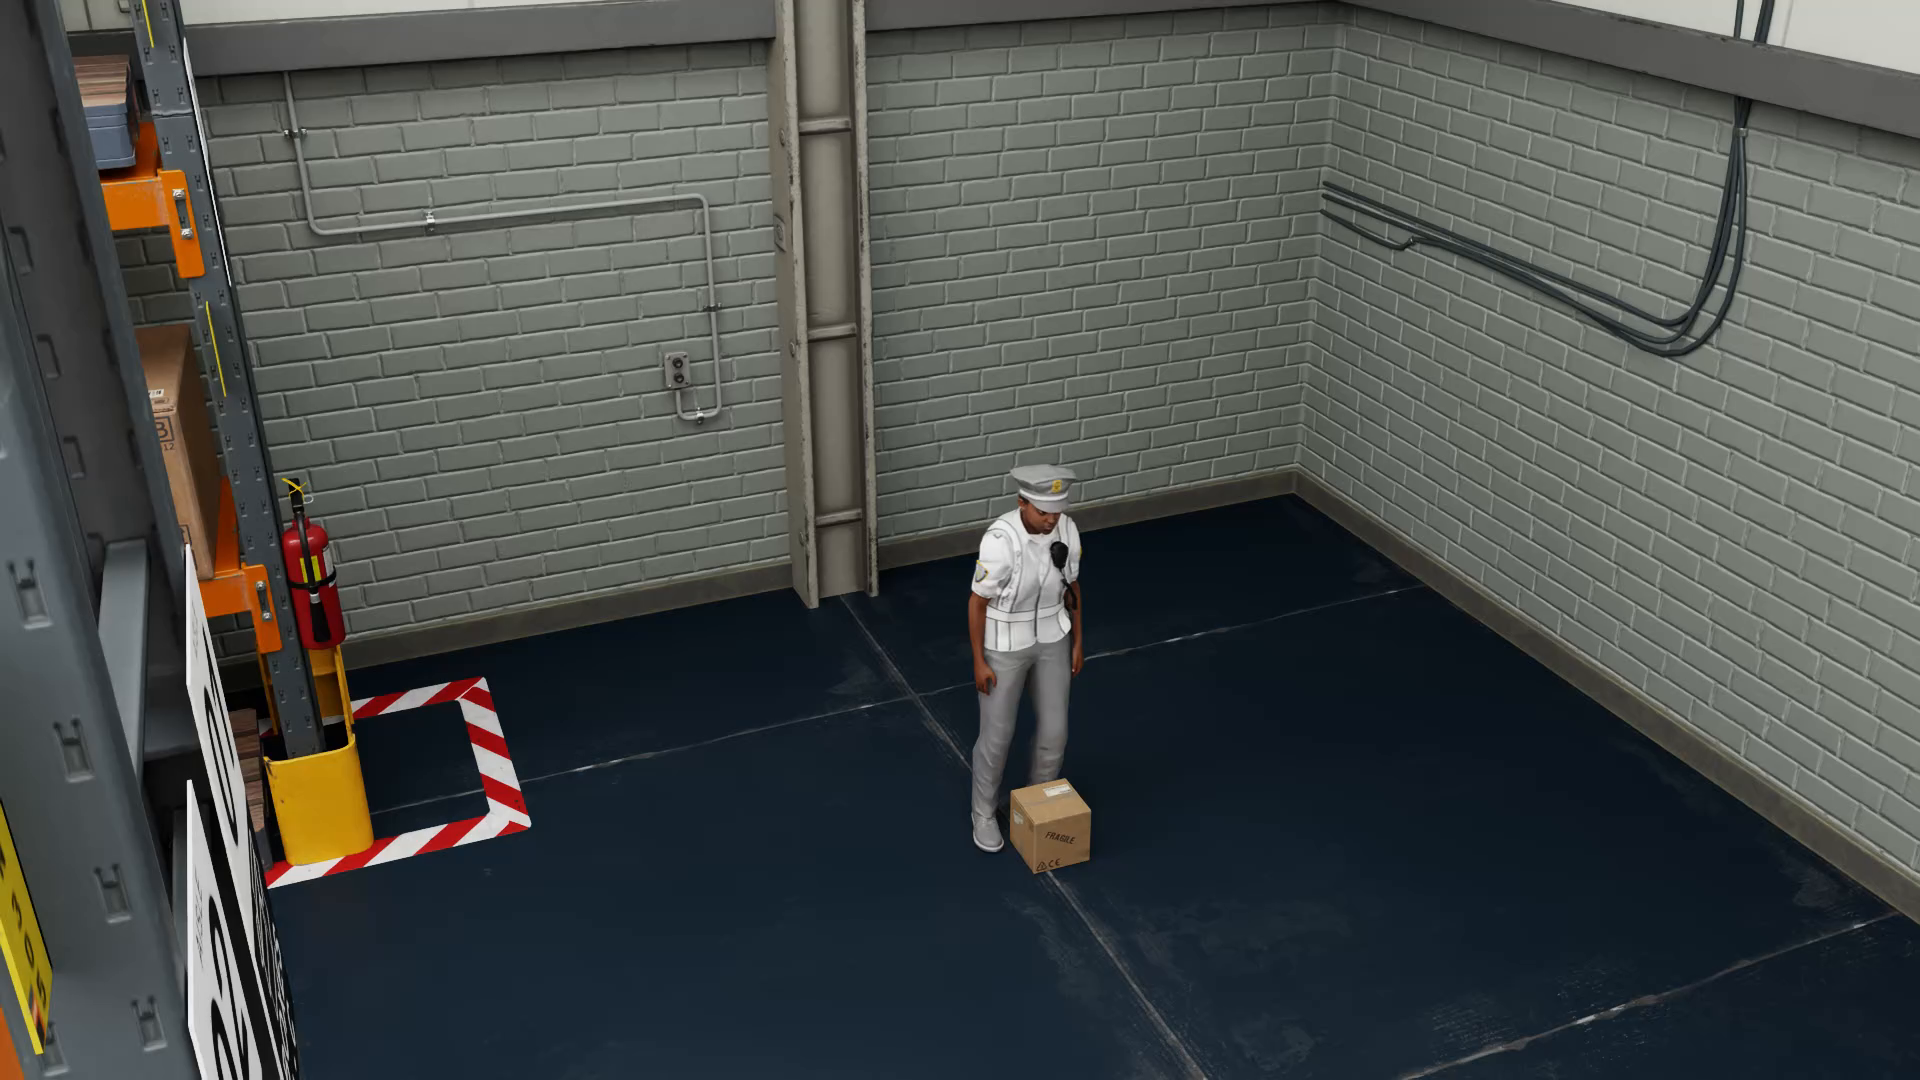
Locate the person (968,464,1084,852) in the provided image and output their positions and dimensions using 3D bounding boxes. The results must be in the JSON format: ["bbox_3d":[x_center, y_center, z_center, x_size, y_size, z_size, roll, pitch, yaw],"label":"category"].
[{"bbox_3d":[0.269,0.452,6.690,0.508,1.659,0.415,-11,28,-21],"label":"person"}]
